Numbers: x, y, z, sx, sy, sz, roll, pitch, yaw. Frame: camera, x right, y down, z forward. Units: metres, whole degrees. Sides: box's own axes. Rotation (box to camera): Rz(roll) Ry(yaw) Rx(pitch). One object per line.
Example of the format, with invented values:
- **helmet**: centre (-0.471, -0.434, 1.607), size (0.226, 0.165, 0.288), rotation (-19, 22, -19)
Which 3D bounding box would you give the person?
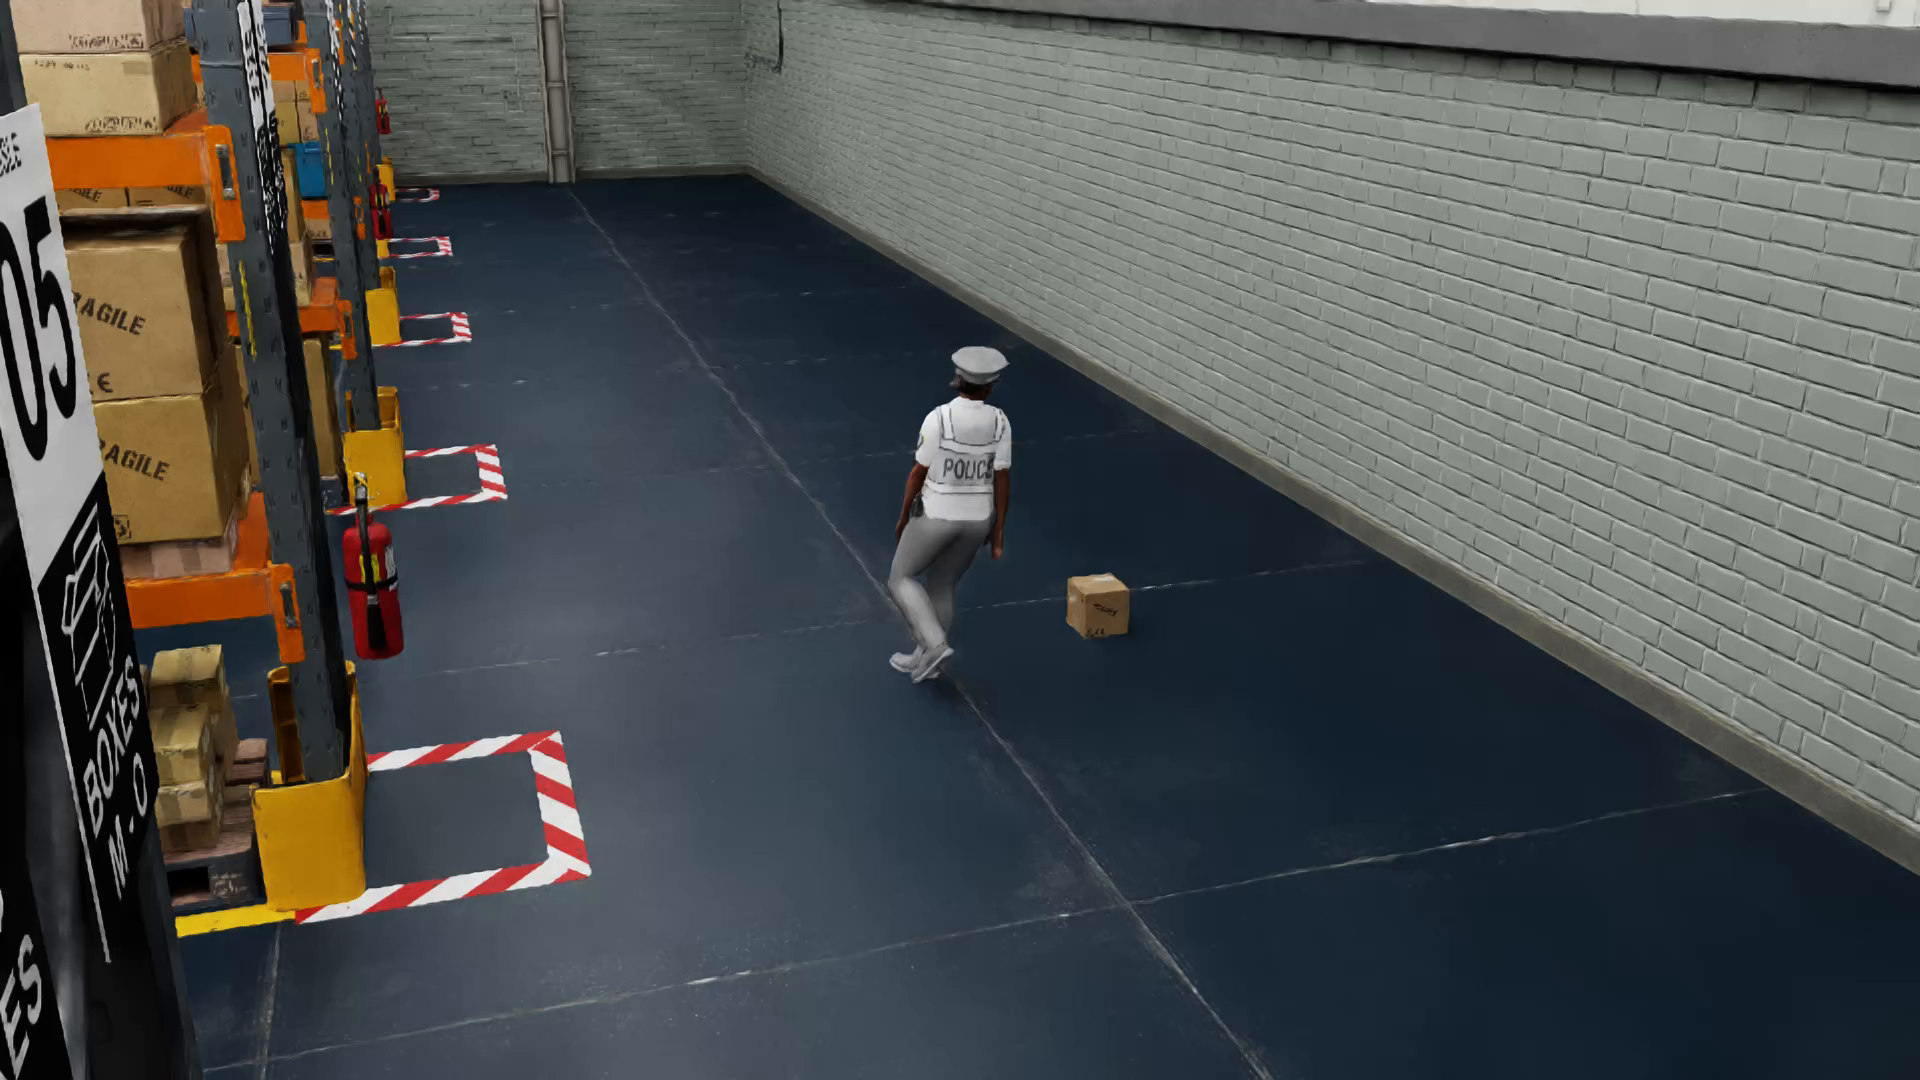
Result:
- **person**: centre (-0.045, -0.096, 7.886), size (0.527, 1.627, 0.555), rotation (-10, 22, -25)
